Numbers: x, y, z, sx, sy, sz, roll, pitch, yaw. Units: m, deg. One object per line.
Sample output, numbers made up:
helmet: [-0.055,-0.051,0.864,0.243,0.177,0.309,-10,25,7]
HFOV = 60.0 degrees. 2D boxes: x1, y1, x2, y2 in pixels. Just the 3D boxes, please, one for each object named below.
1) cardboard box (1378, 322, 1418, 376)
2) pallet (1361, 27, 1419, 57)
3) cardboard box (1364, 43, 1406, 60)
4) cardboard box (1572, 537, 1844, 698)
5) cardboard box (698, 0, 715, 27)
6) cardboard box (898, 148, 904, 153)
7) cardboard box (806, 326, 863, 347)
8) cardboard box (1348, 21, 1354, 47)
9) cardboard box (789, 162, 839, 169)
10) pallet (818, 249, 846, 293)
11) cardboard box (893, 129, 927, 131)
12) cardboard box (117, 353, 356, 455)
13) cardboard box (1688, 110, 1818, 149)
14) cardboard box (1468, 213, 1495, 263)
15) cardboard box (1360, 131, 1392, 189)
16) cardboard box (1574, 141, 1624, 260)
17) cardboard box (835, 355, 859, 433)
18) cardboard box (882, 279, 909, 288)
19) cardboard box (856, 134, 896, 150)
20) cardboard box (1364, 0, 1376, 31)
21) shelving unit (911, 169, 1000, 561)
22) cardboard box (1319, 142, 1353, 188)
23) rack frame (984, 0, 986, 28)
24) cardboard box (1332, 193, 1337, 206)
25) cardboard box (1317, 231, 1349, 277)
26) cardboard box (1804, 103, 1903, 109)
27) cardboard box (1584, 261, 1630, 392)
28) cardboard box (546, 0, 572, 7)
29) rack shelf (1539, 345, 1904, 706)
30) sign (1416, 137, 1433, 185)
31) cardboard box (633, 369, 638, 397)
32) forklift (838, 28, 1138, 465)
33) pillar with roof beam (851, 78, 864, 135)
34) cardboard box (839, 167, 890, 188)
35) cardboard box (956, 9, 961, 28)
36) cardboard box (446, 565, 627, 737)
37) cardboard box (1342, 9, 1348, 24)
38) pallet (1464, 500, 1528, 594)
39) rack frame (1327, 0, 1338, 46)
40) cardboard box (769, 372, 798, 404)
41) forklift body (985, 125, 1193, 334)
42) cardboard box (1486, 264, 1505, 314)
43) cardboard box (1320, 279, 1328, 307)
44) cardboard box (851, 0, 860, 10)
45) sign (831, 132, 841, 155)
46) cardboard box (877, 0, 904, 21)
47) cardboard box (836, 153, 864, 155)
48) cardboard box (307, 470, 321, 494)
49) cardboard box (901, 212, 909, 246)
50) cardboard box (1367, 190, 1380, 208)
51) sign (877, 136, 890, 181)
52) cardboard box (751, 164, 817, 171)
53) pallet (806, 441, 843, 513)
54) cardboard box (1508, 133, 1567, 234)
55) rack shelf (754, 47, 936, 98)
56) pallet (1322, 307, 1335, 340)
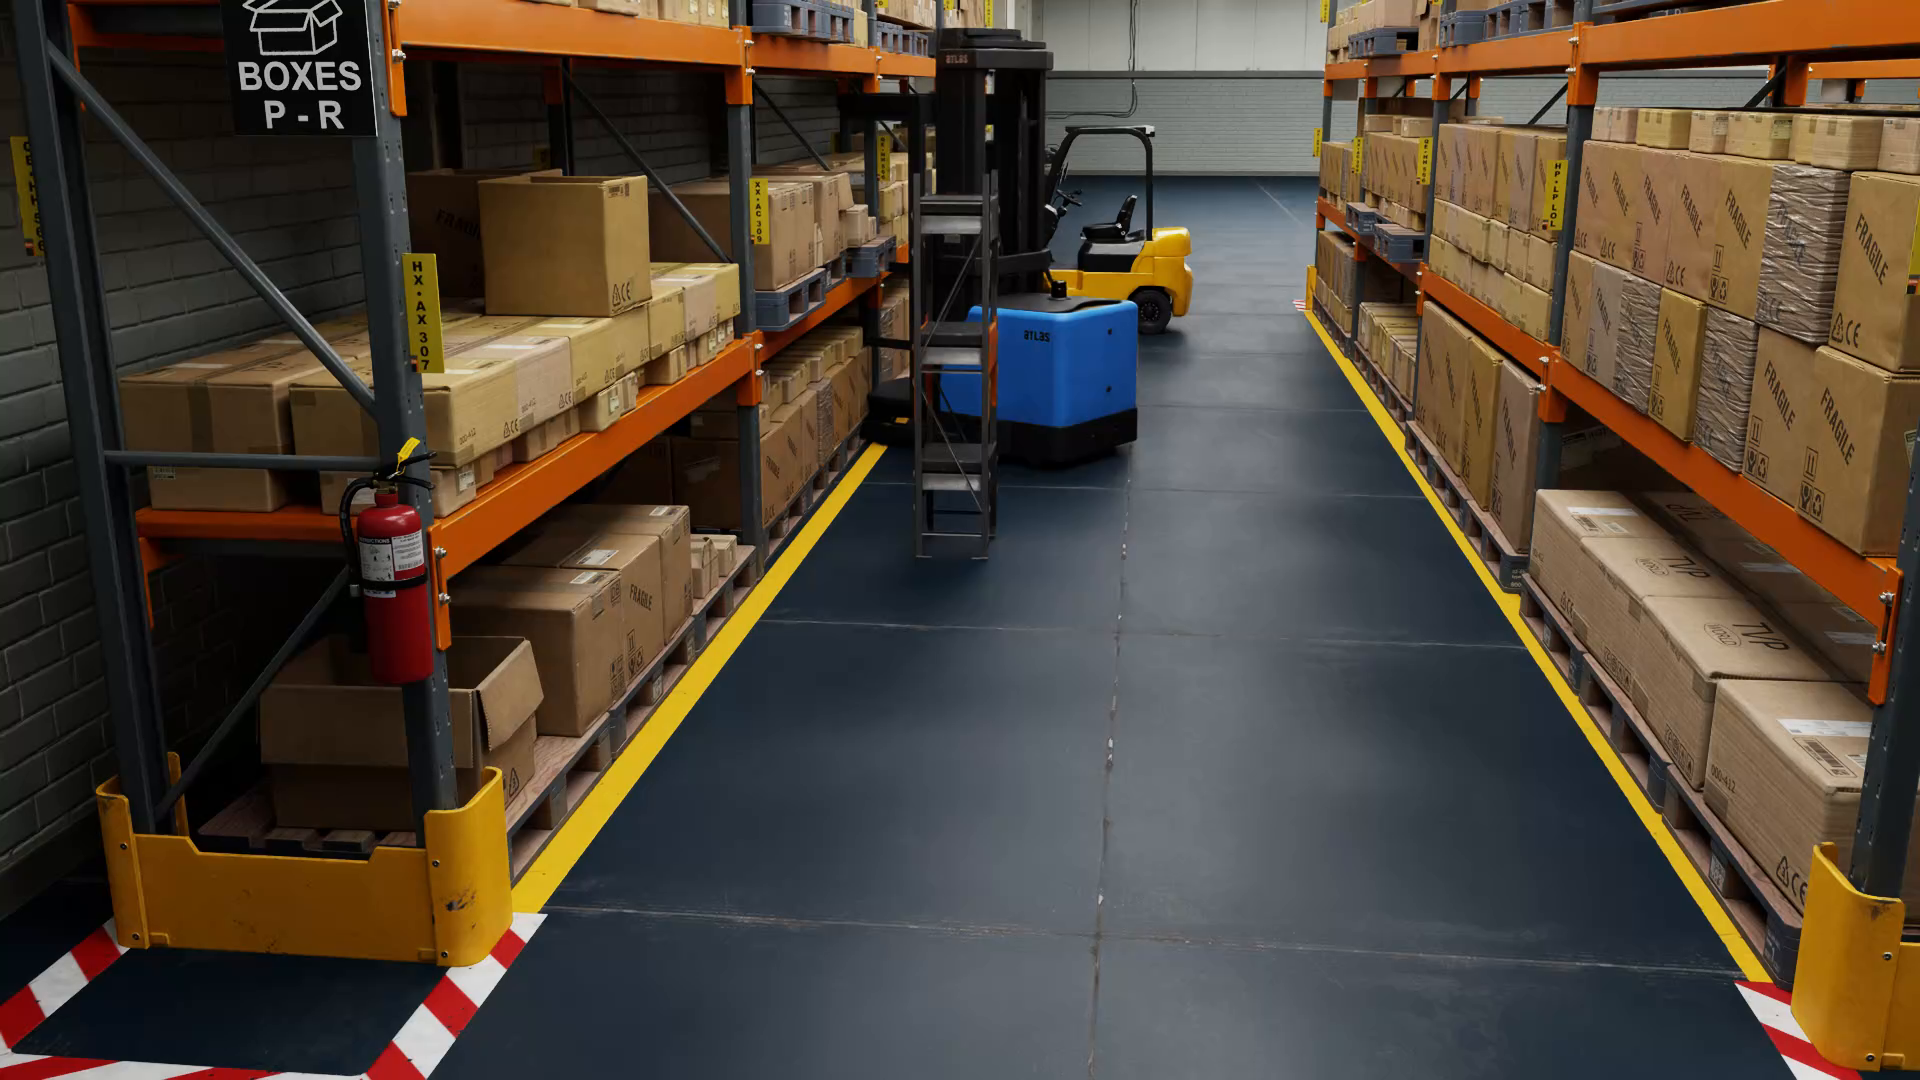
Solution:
cardboard box: [4.069,-1.613,14.111,0.950,0.372,0.625,2,15,8]
pallet: [3.990,-4.113,13.741,1.213,0.211,1.003,2,15,6]
cardboard box: [4.012,-4.600,15.661,0.380,0.149,0.250,2,15,7]
cardboard box: [3.099,0.319,6.841,0.875,0.438,0.875,1,15,5]
cardboard box: [-1.333,-2.414,7.577,0.380,0.149,0.250,2,15,6]
cardboard box: [-0.728,-4.044,17.437,0.380,0.149,0.250,2,15,8]
cardboard box: [-0.908,-1.464,12.070,0.380,0.149,0.250,1,15,4]
cardboard box: [4.190,-5.087,16.698,0.500,0.250,0.500,1,15,5]
cardboard box: [-1.195,-3.009,13.611,0.380,0.149,0.250,2,15,6]
pallet: [-1.319,-1.693,10.543,1.003,0.211,1.213,2,15,6]
cardboard box: [-0.578,-4.520,18.629,0.380,0.149,0.250,2,15,8]
cardboard box: [-2.218,-0.413,5.162,0.500,0.250,0.500,2,15,8]
cardboard box: [2.989,-1.544,6.277,0.380,0.149,0.250,2,15,6]
cardboard box: [3.328,-1.795,9.885,0.500,0.250,0.500,2,15,7]
cardboard box: [3.942,-3.464,15.159,0.500,0.500,0.500,2,15,8]
cardboard box: [3.083,-1.522,7.436,0.500,0.500,0.500,2,15,7]
cardboard box: [-1.005,-1.040,11.748,0.500,0.500,0.500,1,15,5]
cardboard box: [-0.795,-2.047,15.231,0.875,0.625,0.625,2,15,6]
cardboard box: [-0.847,-3.988,16.660,0.380,0.149,0.250,1,15,5]
cardboard box: [3.759,-4.489,14.254,0.500,0.250,0.500,1,15,6]
shelving unit: [-0.019,-0.971,9.229,0.431,2.100,0.503,2,15,6]
cardboard box: [4.402,-4.297,19.044,0.500,0.500,0.500,1,15,5]
rack frame: [-0.201,-7.261,19.274,1.000,3.000,0.127,2,15,6]
cardboard box: [4.292,-3.751,18.270,0.380,0.149,0.250,2,15,8]
cardboard box: [4.363,-3.250,18.960,0.500,0.500,0.500,1,15,4]
cardboard box: [9.412,-4.312,17.506,0.875,0.550,0.550,2,15,6]
cardboard box: [3.003,-0.911,7.094,0.500,0.500,0.500,2,15,7]
cardboard box: [-1.537,-1.882,5.611,0.380,0.149,0.250,2,15,6]
rack shelf: [3.152,-0.241,6.186,1.077,0.370,4.000,2,15,6]
sign: [3.288,-2.679,11.756,0.100,0.325,0.005,2,15,6]
cardboard box: [-1.532,-0.641,6.769,0.380,0.149,0.250,2,15,6]
forklift: [-0.198,-2.216,12.242,3.031,2.935,1.130,11,19,36]
pillar with roof beam: [3.102,-6.980,18.236,9.100,9.000,0.400,2,15,6]
cardboard box: [-0.746,-2.795,12.816,0.380,0.149,0.250,2,15,7]
cardboard box: [-0.183,-5.337,17.169,0.396,0.266,0.258,1,15,5]
cardboard box: [-1.708,0.412,6.374,0.700,0.500,0.500,2,15,9]
cardboard box: [4.241,-5.521,17.540,0.380,0.149,0.250,2,15,8]
pallet: [3.389,0.037,9.123,1.003,0.211,1.213,2,15,6]
rack frame: [4.731,-7.116,18.737,1.000,3.000,0.127,2,15,6]
cardboard box: [-1.196,-0.923,10.071,0.380,0.149,0.250,2,15,6]
forklift body: [1.398,-3.410,18.151,2.313,2.155,1.214,2,15,6]
cardboard box: [3.312,-1.421,9.458,0.500,0.250,0.500,1,15,5]
cardboard box: [4.300,-2.762,18.592,0.500,0.250,0.500,2,15,8]
cardboard box: [-0.905,-3.759,11.594,0.380,0.149,0.250,2,15,7]
sign: [-1.204,-3.799,16.156,0.100,0.325,0.005,2,15,6]
cardboard box: [-0.822,-4.352,13.075,0.700,0.500,0.500,1,15,5]
cardboard box: [-0.988,-3.536,15.558,0.380,0.149,0.250,1,15,4]
cardboard box: [-2.146,-0.252,5.327,0.380,0.149,0.250,2,15,8]
cardboard box: [-0.698,-2.590,13.779,0.500,0.250,0.500,1,15,4]
cardboard box: [3.867,-3.065,14.927,0.380,0.149,0.250,2,15,7]
sign: [-0.564,-2.797,12.193,0.100,0.325,0.005,2,15,6]
cardboard box: [-1.317,-2.412,11.840,0.500,0.500,0.500,2,15,9]
pallet: [-1.366,-0.436,10.869,1.003,0.211,1.213,2,15,6]
cardboard box: [3.229,-1.896,8.820,0.500,0.500,0.500,2,15,7]
rack shelf: [-0.878,-3.909,14.005,1.077,0.370,4.000,2,15,6]
pallet: [4.456,-2.329,17.869,1.003,0.211,1.213,2,15,6]
